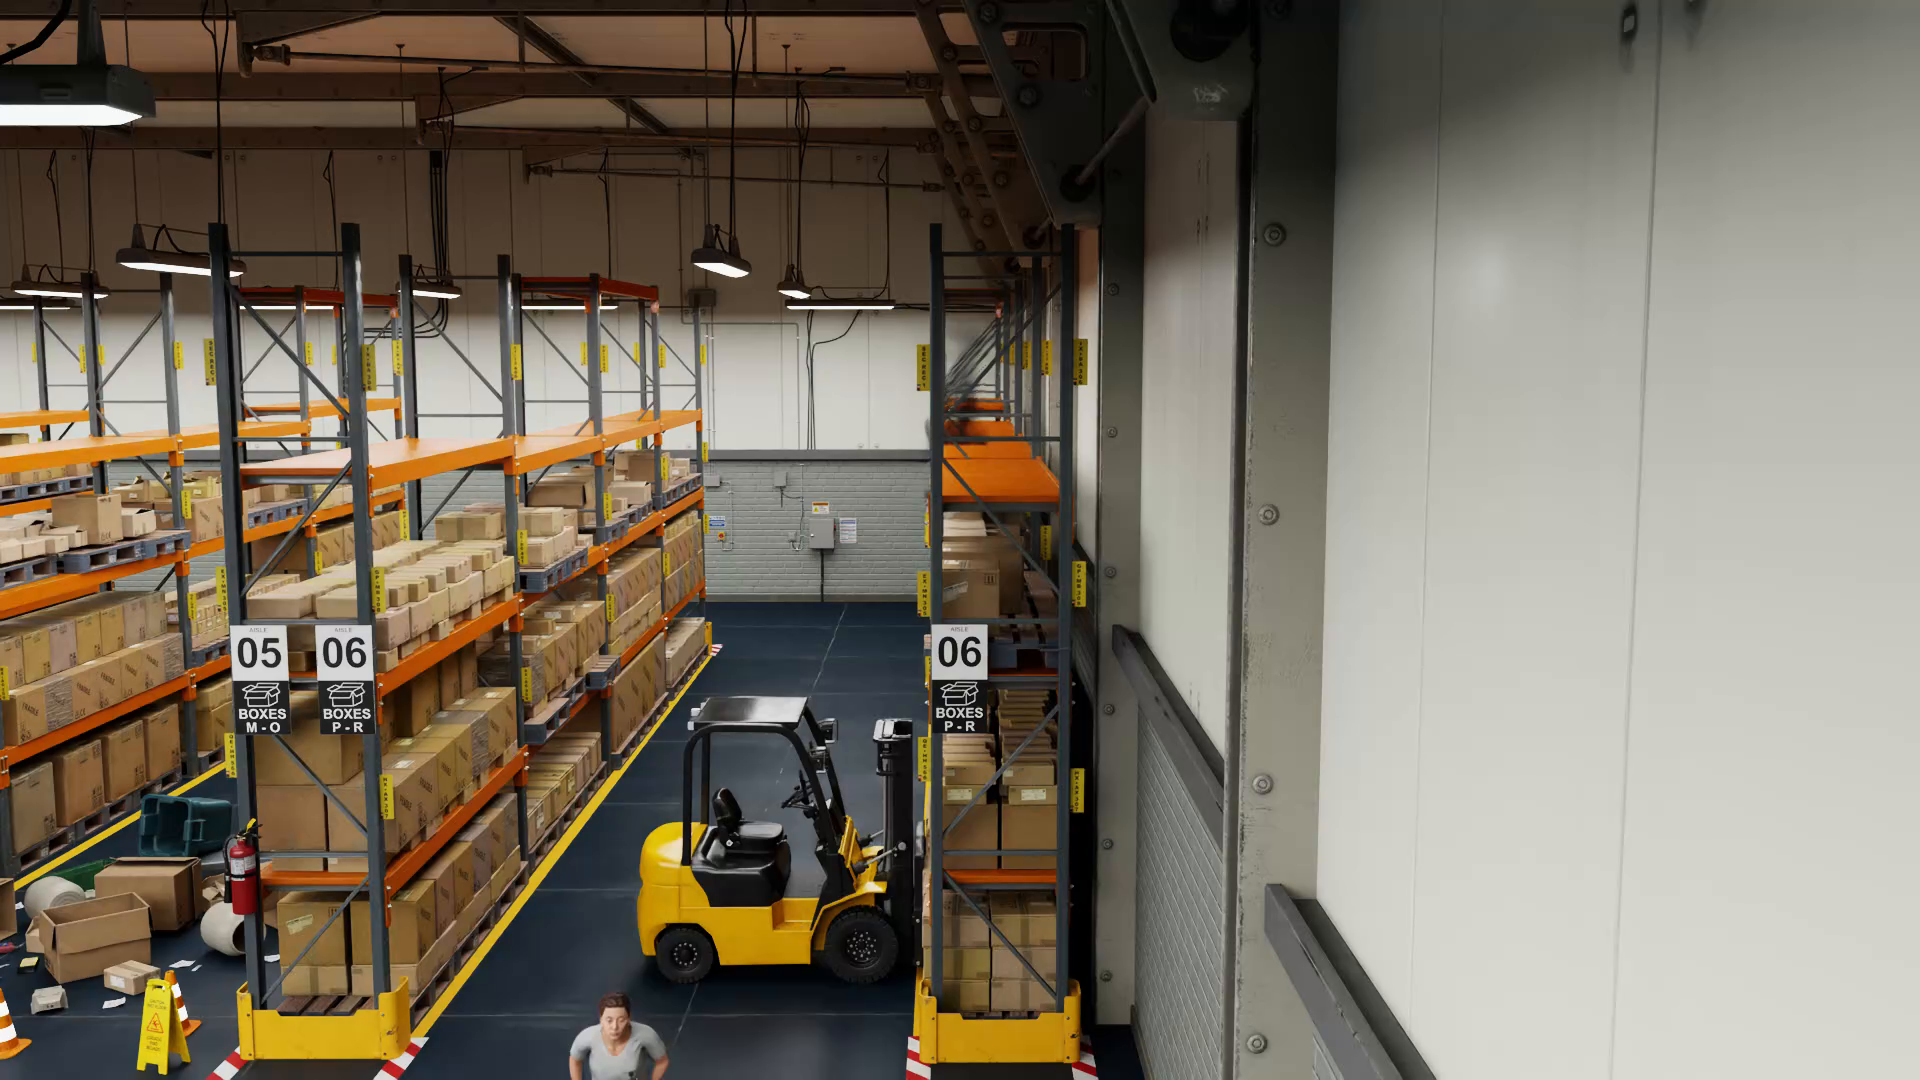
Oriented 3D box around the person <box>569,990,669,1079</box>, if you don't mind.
[{"bbox_3d":[-1.961,3.286,9.596,0.559,1.613,0.786,-2,7,-13],"label":"person"}]
